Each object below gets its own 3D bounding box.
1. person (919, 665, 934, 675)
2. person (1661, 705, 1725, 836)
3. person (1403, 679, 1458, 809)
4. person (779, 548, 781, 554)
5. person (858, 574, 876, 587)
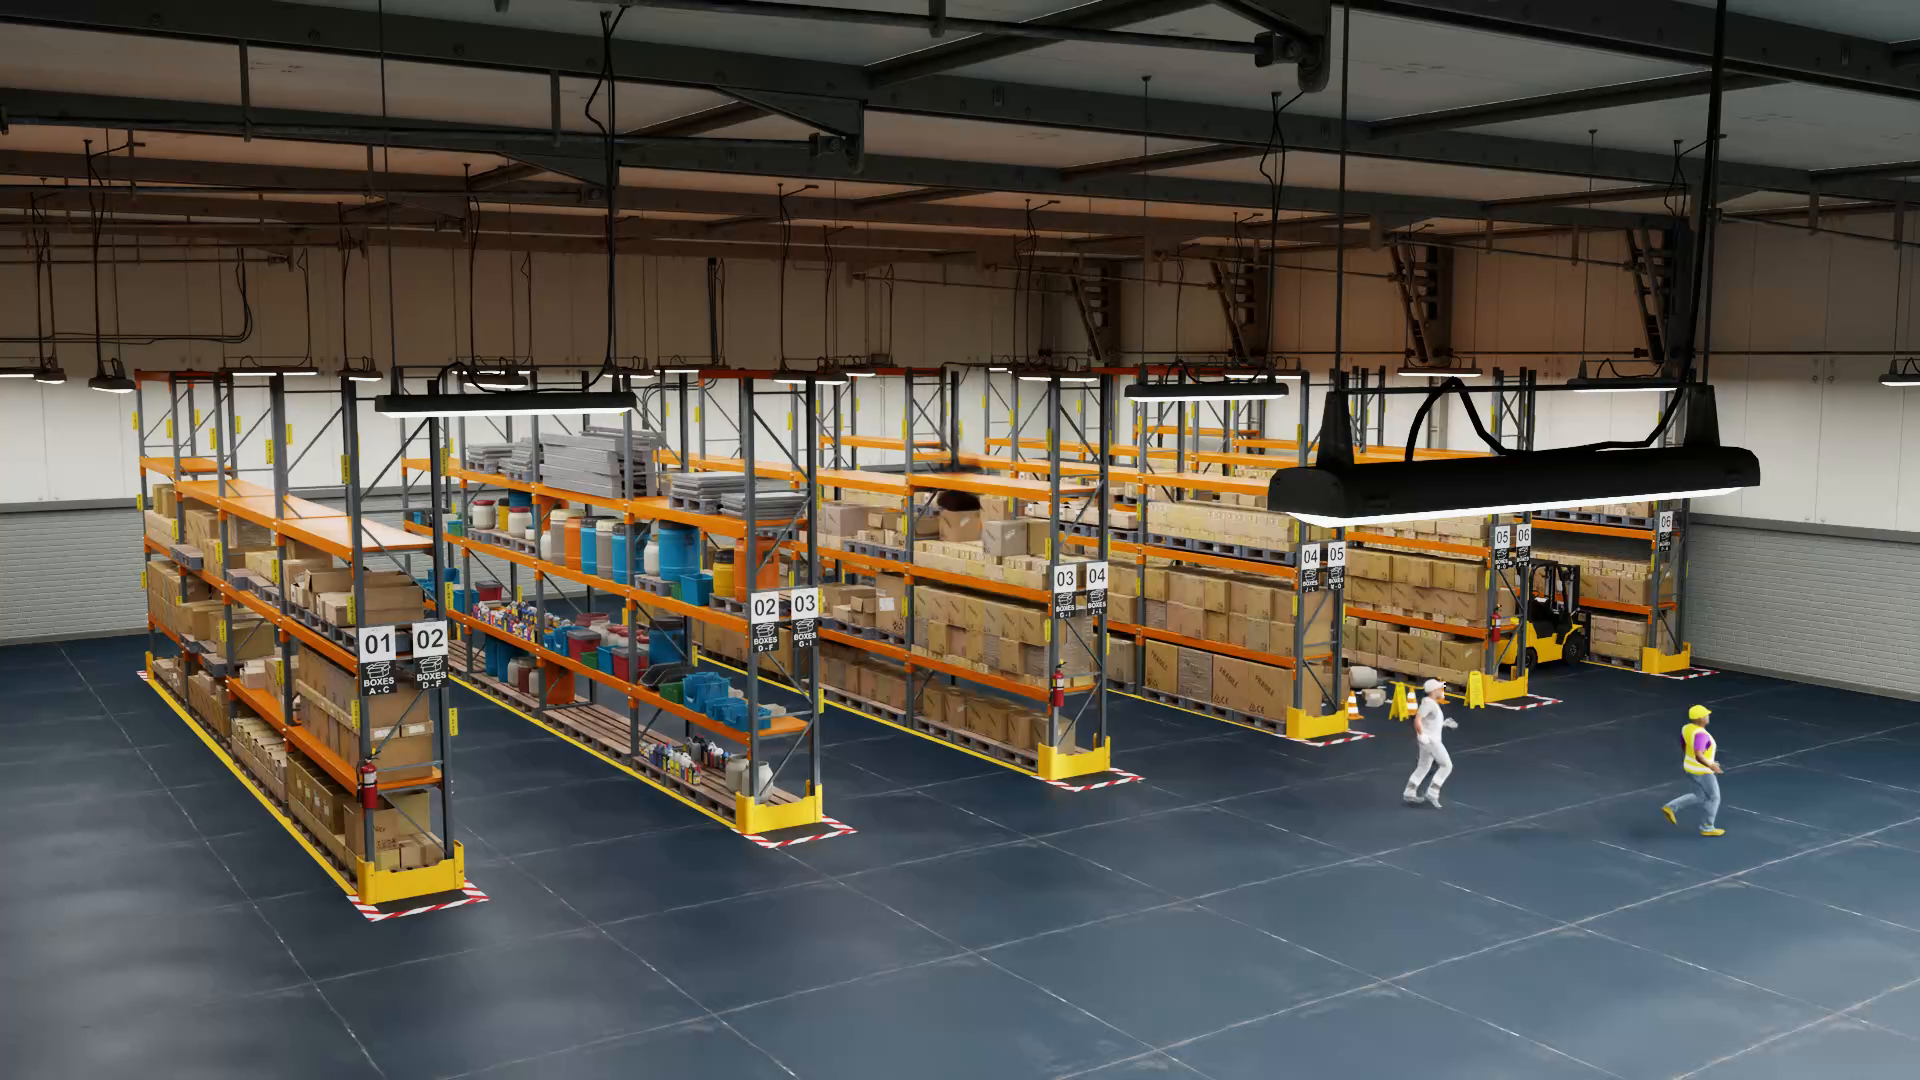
[{"bbox_3d":[-0.643,1.871,31.820,0.699,1.740,0.792,-4,8,-34],"label":"person"},{"bbox_3d":[9.656,3.019,21.786,0.795,1.732,0.712,0,6,-1],"label":"person"},{"bbox_3d":[6.585,2.841,23.215,0.738,1.816,0.642,1,6,5],"label":"person"},{"bbox_3d":[-4.518,1.002,40.047,0.839,1.646,0.537,0,6,-3],"label":"person"},{"bbox_3d":[-2.519,0.682,42.695,0.938,1.661,0.630,-4,8,-33],"label":"person"}]
